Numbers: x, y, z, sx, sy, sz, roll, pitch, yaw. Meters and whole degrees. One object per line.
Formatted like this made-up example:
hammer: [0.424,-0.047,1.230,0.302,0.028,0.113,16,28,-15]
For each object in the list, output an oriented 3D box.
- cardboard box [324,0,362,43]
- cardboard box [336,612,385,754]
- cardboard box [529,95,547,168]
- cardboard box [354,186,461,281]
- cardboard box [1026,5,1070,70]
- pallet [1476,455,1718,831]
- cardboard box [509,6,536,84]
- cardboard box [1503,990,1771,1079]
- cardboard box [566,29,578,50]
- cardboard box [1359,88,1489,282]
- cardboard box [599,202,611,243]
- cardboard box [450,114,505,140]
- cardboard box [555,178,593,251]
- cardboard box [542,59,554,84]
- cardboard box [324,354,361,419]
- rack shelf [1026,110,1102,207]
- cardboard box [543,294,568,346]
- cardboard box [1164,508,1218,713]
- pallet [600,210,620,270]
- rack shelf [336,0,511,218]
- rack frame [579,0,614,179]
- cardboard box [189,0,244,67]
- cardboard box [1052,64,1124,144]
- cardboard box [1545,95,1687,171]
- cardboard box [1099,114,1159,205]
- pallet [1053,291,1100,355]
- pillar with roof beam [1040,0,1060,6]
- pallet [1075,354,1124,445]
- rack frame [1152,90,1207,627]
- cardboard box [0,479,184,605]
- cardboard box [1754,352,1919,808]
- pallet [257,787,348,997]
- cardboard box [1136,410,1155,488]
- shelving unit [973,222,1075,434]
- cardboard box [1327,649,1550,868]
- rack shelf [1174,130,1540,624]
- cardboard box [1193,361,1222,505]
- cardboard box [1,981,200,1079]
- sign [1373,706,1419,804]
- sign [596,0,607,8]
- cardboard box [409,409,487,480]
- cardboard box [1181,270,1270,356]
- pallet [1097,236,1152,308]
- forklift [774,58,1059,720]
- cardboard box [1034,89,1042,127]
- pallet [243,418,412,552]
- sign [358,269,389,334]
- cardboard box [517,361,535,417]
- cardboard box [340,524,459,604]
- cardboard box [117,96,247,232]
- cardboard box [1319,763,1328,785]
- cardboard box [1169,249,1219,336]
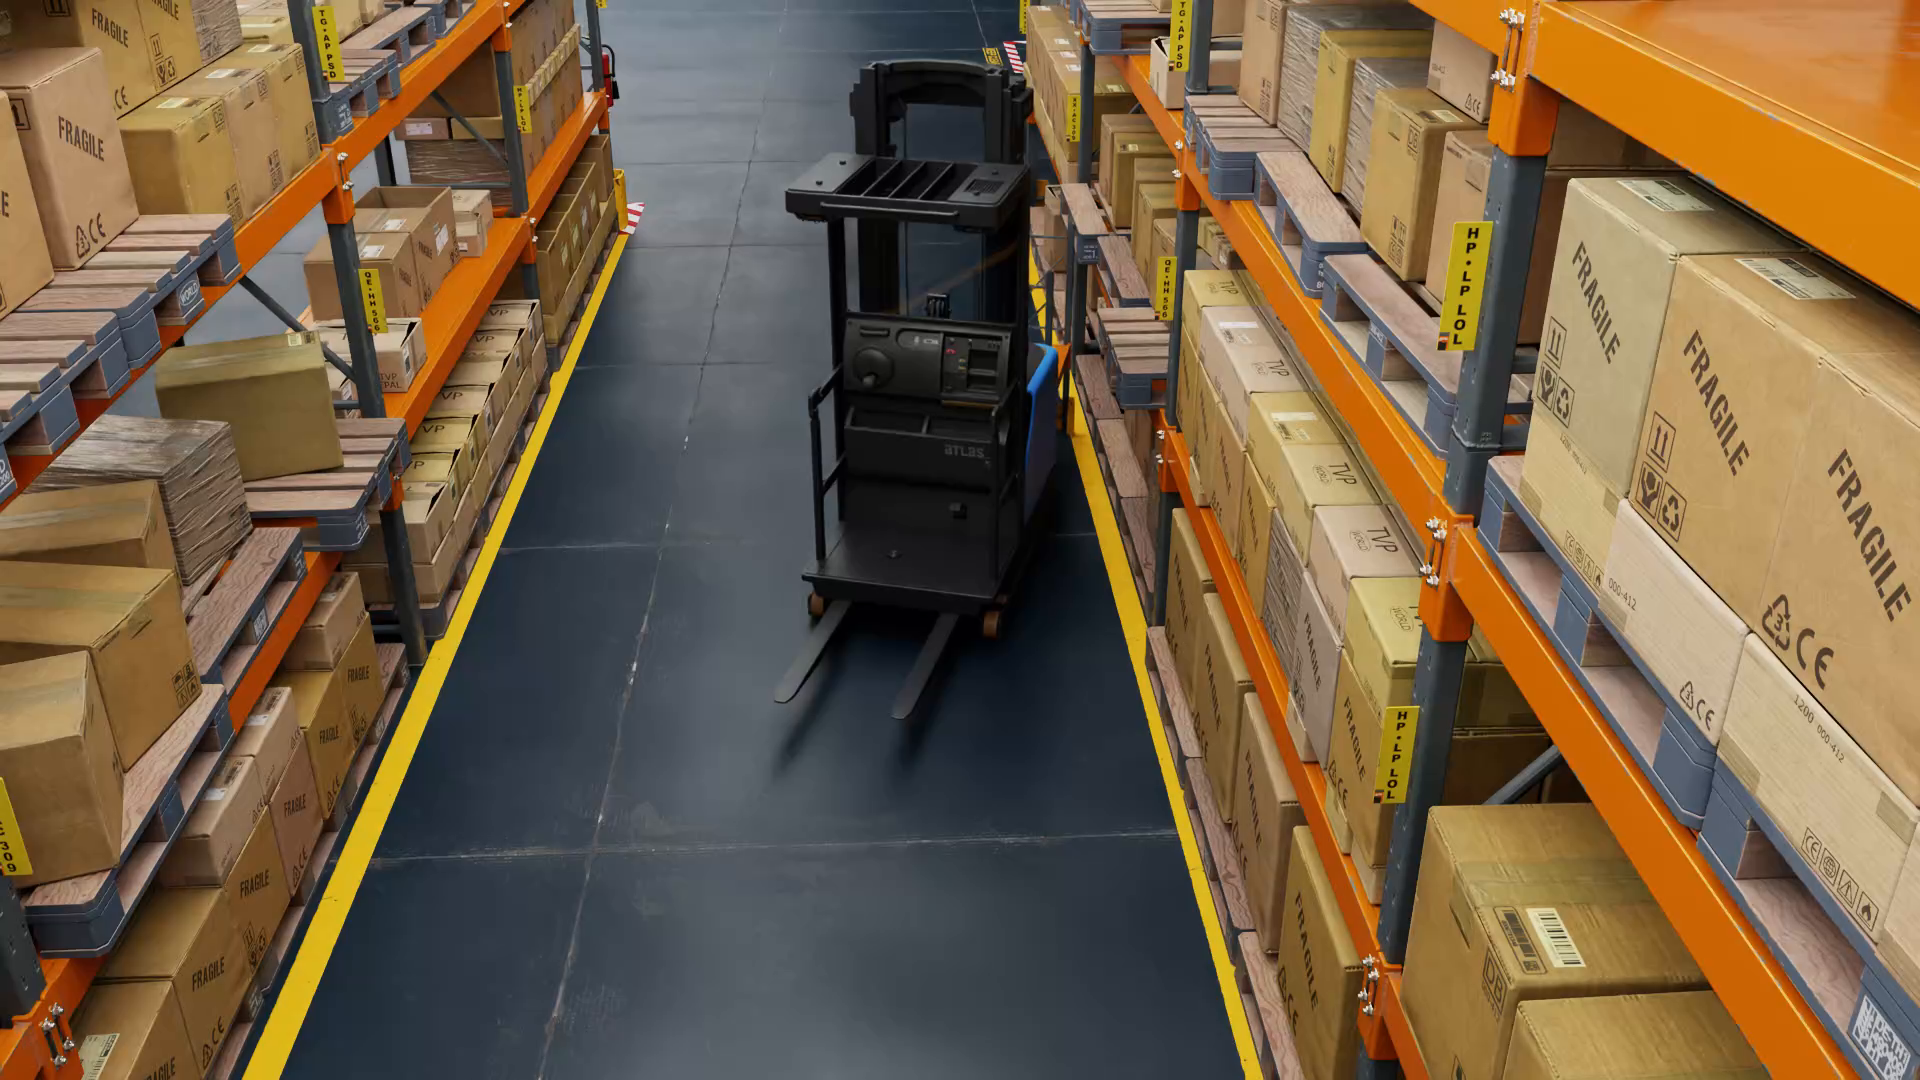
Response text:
cardboard box: [-3.529,-2.823,8.883,0.500,0.250,0.500,-2,28,-4]
cardboard box: [-3.102,0.681,7.928,0.500,0.500,0.500,0,28,-1]
cardboard box: [-3.680,-3.230,13.092,0.700,0.500,0.500,-1,28,-2]
cardboard box: [-3.543,-1.952,10.641,0.500,0.500,0.500,1,28,1]
cardboard box: [0.868,-4.522,15.006,0.500,0.500,0.500,-1,28,-3]
pallet: [1.802,0.155,3.562,1.003,0.211,1.213,-1,28,-3]
cardboard box: [-3.677,-3.795,12.771,0.700,0.500,0.500,-1,28,-3]
cardboard box: [1.815,1.522,3.763,0.980,0.700,0.700,-2,28,-4]
cardboard box: [-3.578,-4.392,14.619,0.380,0.149,0.250,-1,28,-1]
cardboard box: [1.740,-1.167,5.416,0.700,0.500,0.500,-2,28,-4]
cardboard box: [-3.442,-2.849,14.988,0.500,0.250,0.500,-1,28,-3]
cardboard box: [-3.415,-2.967,11.885,0.380,0.149,0.250,-1,28,-3]
cardboard box: [-3.386,-2.720,13.930,0.500,0.500,0.500,-1,28,-3]
cardboard box: [-3.510,-3.797,13.477,0.380,0.149,0.250,-2,28,-3]
cardboard box: [-3.361,-0.788,8.614,0.500,0.311,0.500,0,28,1]
rack shelf: [1.248,-3.232,13.981,1.077,0.370,4.000,-1,28,-3]
cardboard box: [-3.316,-1.695,12.775,0.500,0.250,0.500,-1,28,-3]
cardboard box: [1.469,0.330,8.245,0.750,0.750,0.750,-2,28,-3]
pallet: [-3.721,-2.765,15.323,1.003,0.211,1.213,-1,28,-3]
rack shelf: [-3.490,-2.593,9.513,1.077,0.370,4.000,-1,28,-3]
rack frame: [-3.803,-4.353,15.353,1.000,3.000,0.127,-1,28,-3]
cardboard box: [-3.369,-2.275,6.935,0.500,0.500,0.500,-1,28,-3]
cardboard box: [0.987,-3.343,12.746,0.500,0.500,0.500,-2,28,-3]
cardboard box: [1.855,-1.244,4.754,0.500,0.250,0.500,1,28,1]
cardboard box: [1.345,-2.631,11.467,0.700,0.500,0.500,-1,28,-2]
pallet: [1.282,-1.700,13.282,1.003,0.211,1.213,-1,28,-3]
pillar with roof beam: [-2.882,-12.270,24.044,9.100,9.000,0.400,-1,28,-3]
pallet: [1.395,-1.031,11.999,1.003,0.211,1.213,-1,28,-3]
rack frame: [1.561,-0.780,8.502,1.000,3.000,0.127,-1,28,-3]
cardboard box: [-3.330,0.144,6.169,0.700,0.500,0.500,-8,29,-16]
cardboard box: [1.592,0.042,2.471,0.500,0.500,0.500,-1,28,-2]
pallet: [-3.324,1.485,7.174,1.003,0.211,1.213,-1,28,-3]
cardboard box: [1.507,-0.668,10.514,0.700,0.500,0.500,-2,28,-3]
shelving unit: [0.419,-1.223,10.973,0.587,1.500,1.083,5,28,9]
cardboard box: [1.494,0.675,5.261,0.500,0.500,0.500,-2,28,-3]
rack shelf: [1.666,-0.867,6.204,1.077,0.370,4.000,-1,28,-3]
cardboard box: [1.349,-0.493,7.499,0.500,0.500,0.500,0,28,-1]
cardboard box: [-2.958,1.872,5.644,0.500,0.500,0.500,-3,28,-5]
sign: [1.229,0.607,4.677,0.100,0.325,0.005,-1,28,-3]
sign: [-3.261,-4.978,15.043,0.100,0.325,0.005,-1,28,-3]
cardboard box: [-3.180,-0.601,10.072,0.500,0.311,0.500,-2,28,-4]
cardboard box: [1.329,-1.068,7.793,0.500,0.250,0.500,-1,28,-1]
pallet: [1.417,-1.608,10.297,1.003,0.211,1.213,-1,28,-3]
forklift: [-0.232,-0.944,8.891,1.130,2.935,3.031,7,28,12]
cardboard box: [0.914,-3.709,14.258,0.500,0.250,0.500,-2,28,-3]
pallet: [-3.280,-0.262,7.717,1.213,0.211,1.003,-1,28,-3]
sign: [-2.844,-1.154,8.053,0.100,0.325,0.005,-1,28,-3]
cardboard box: [-3.258,-1.055,11.548,0.500,0.250,0.500,-2,28,-3]
cardboard box: [-3.119,0.125,9.285,0.500,0.250,0.500,-1,28,-3]
cardboard box: [-3.275,-1.357,6.256,0.910,0.500,0.500,-1,28,-3]
cardboard box: [1.465,0.784,5.754,0.380,0.149,0.250,-1,28,-1]
cardboard box: [1.527,-1.236,8.793,0.700,0.500,0.500,-5,28,-9]
